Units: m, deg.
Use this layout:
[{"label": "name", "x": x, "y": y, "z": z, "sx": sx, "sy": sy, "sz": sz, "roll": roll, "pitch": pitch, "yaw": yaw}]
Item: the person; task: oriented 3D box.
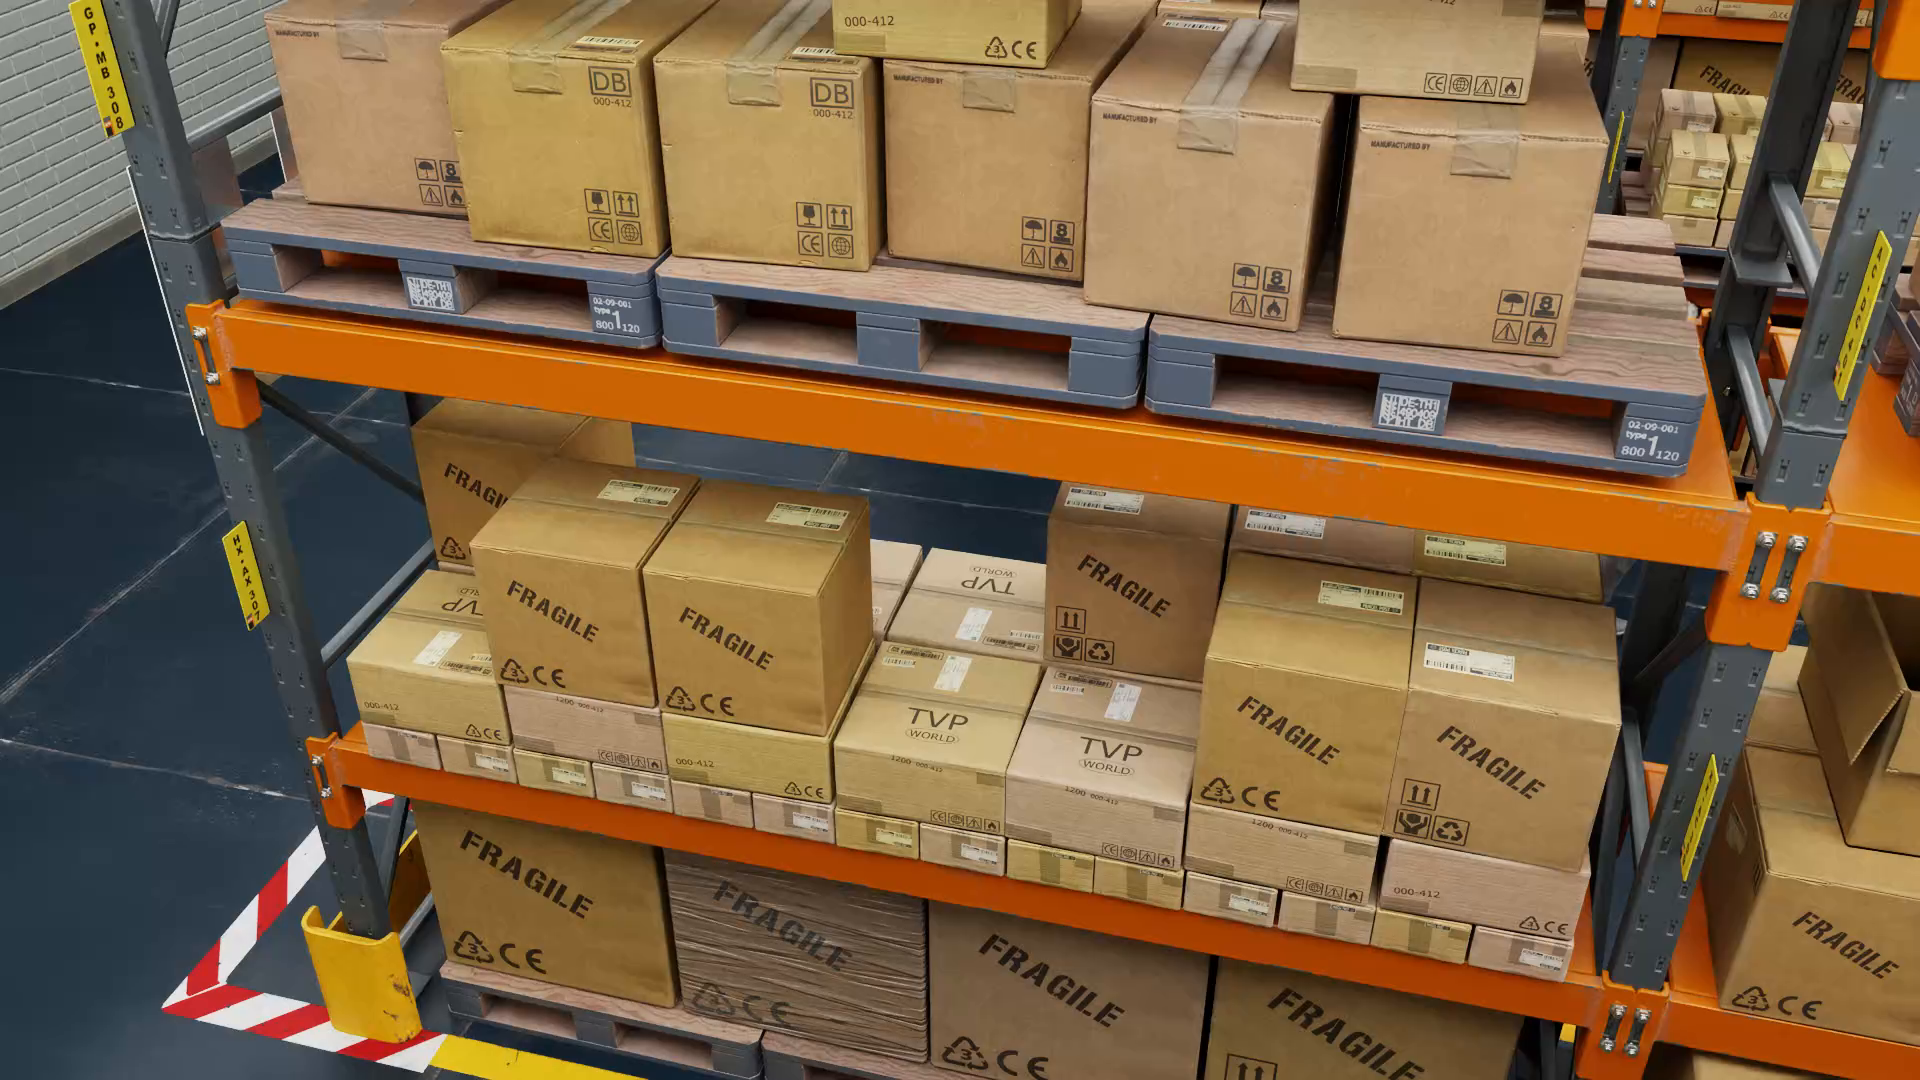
[{"label": "person", "x": 2.977, "y": -0.319, "z": 7.575, "sx": 0.500, "sy": 1.674, "sz": 0.459, "roll": 7, "pitch": 34, "yaw": 11}]
